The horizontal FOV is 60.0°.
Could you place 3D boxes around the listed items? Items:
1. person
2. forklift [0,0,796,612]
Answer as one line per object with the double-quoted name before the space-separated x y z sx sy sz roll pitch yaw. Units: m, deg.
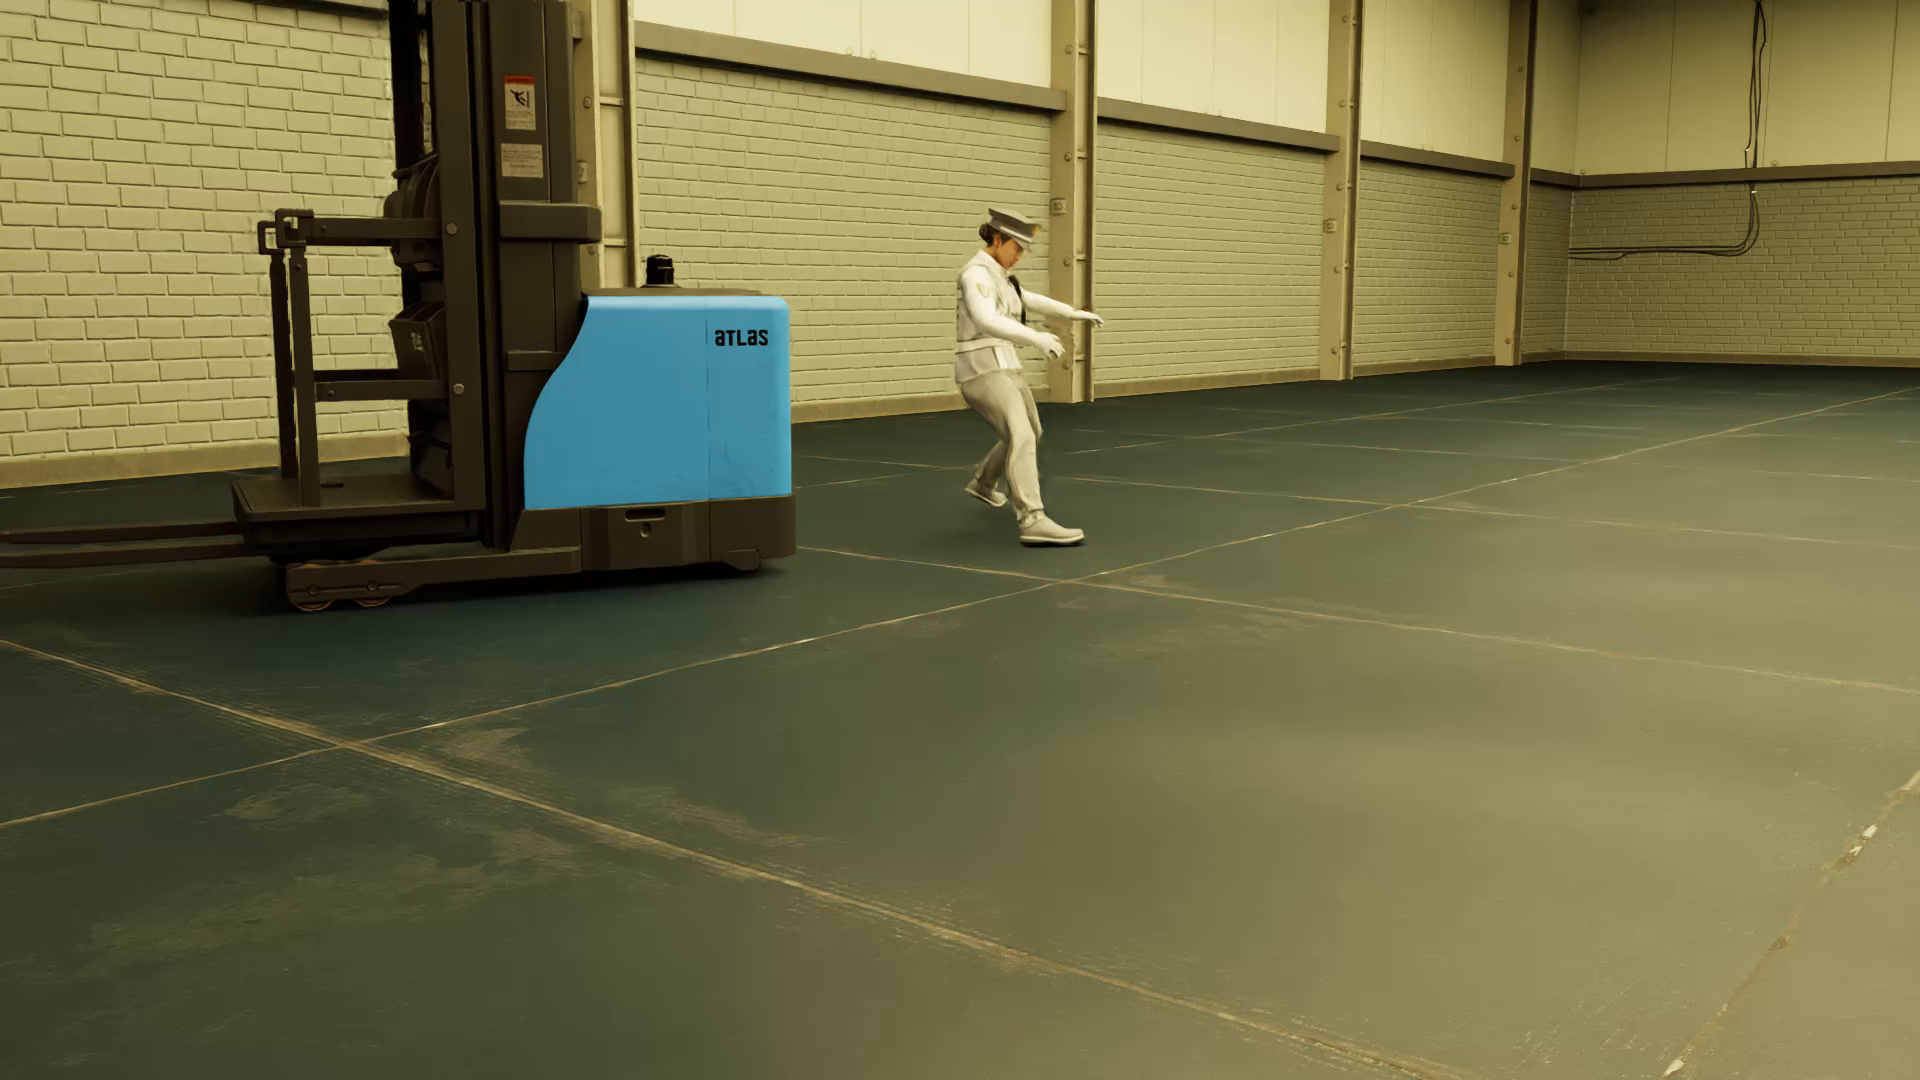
"person" 0.300 -0.797 7.752 0.776 1.470 1.248 2 9 15
"forklift" -2.200 -1.290 6.098 3.031 2.935 1.130 -4 9 -26
